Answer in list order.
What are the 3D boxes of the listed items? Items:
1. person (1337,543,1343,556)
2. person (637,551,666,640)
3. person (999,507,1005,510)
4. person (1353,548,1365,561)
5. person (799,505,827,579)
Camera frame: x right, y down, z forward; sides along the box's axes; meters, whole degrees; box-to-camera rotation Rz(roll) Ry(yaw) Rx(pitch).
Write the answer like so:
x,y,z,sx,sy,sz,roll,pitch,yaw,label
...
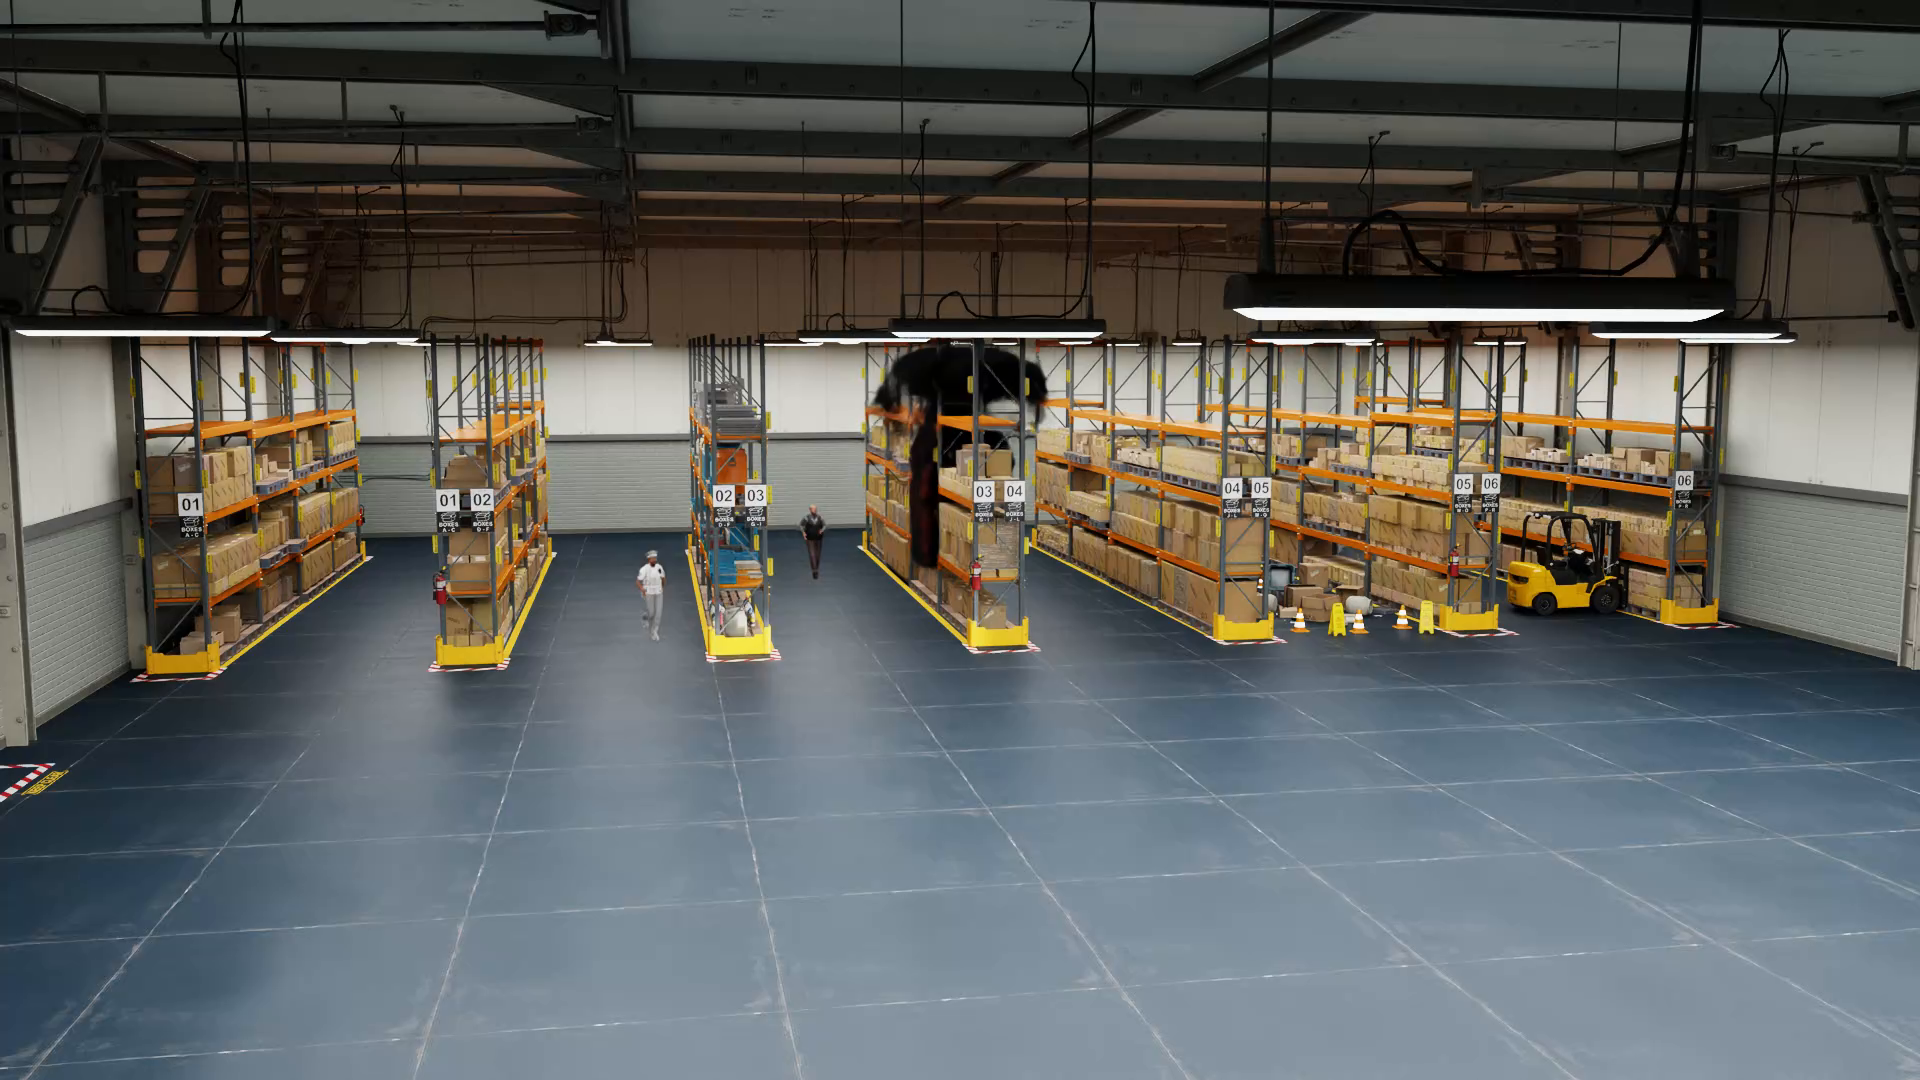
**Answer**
x,y,z,sx,sy,sz,roll,pitch,yaw,label
10.279,-0.389,45.577,0.662,1.749,0.959,-3,7,-24,person
-5.834,1.026,31.459,0.561,1.689,0.588,-4,7,-29,person
1.207,-0.601,48.371,0.689,1.594,0.561,1,7,10,person
10.374,0.005,42.870,0.565,1.631,0.779,-2,7,-17,person
-3.501,0.033,39.795,0.665,1.754,0.758,-2,7,-17,person
